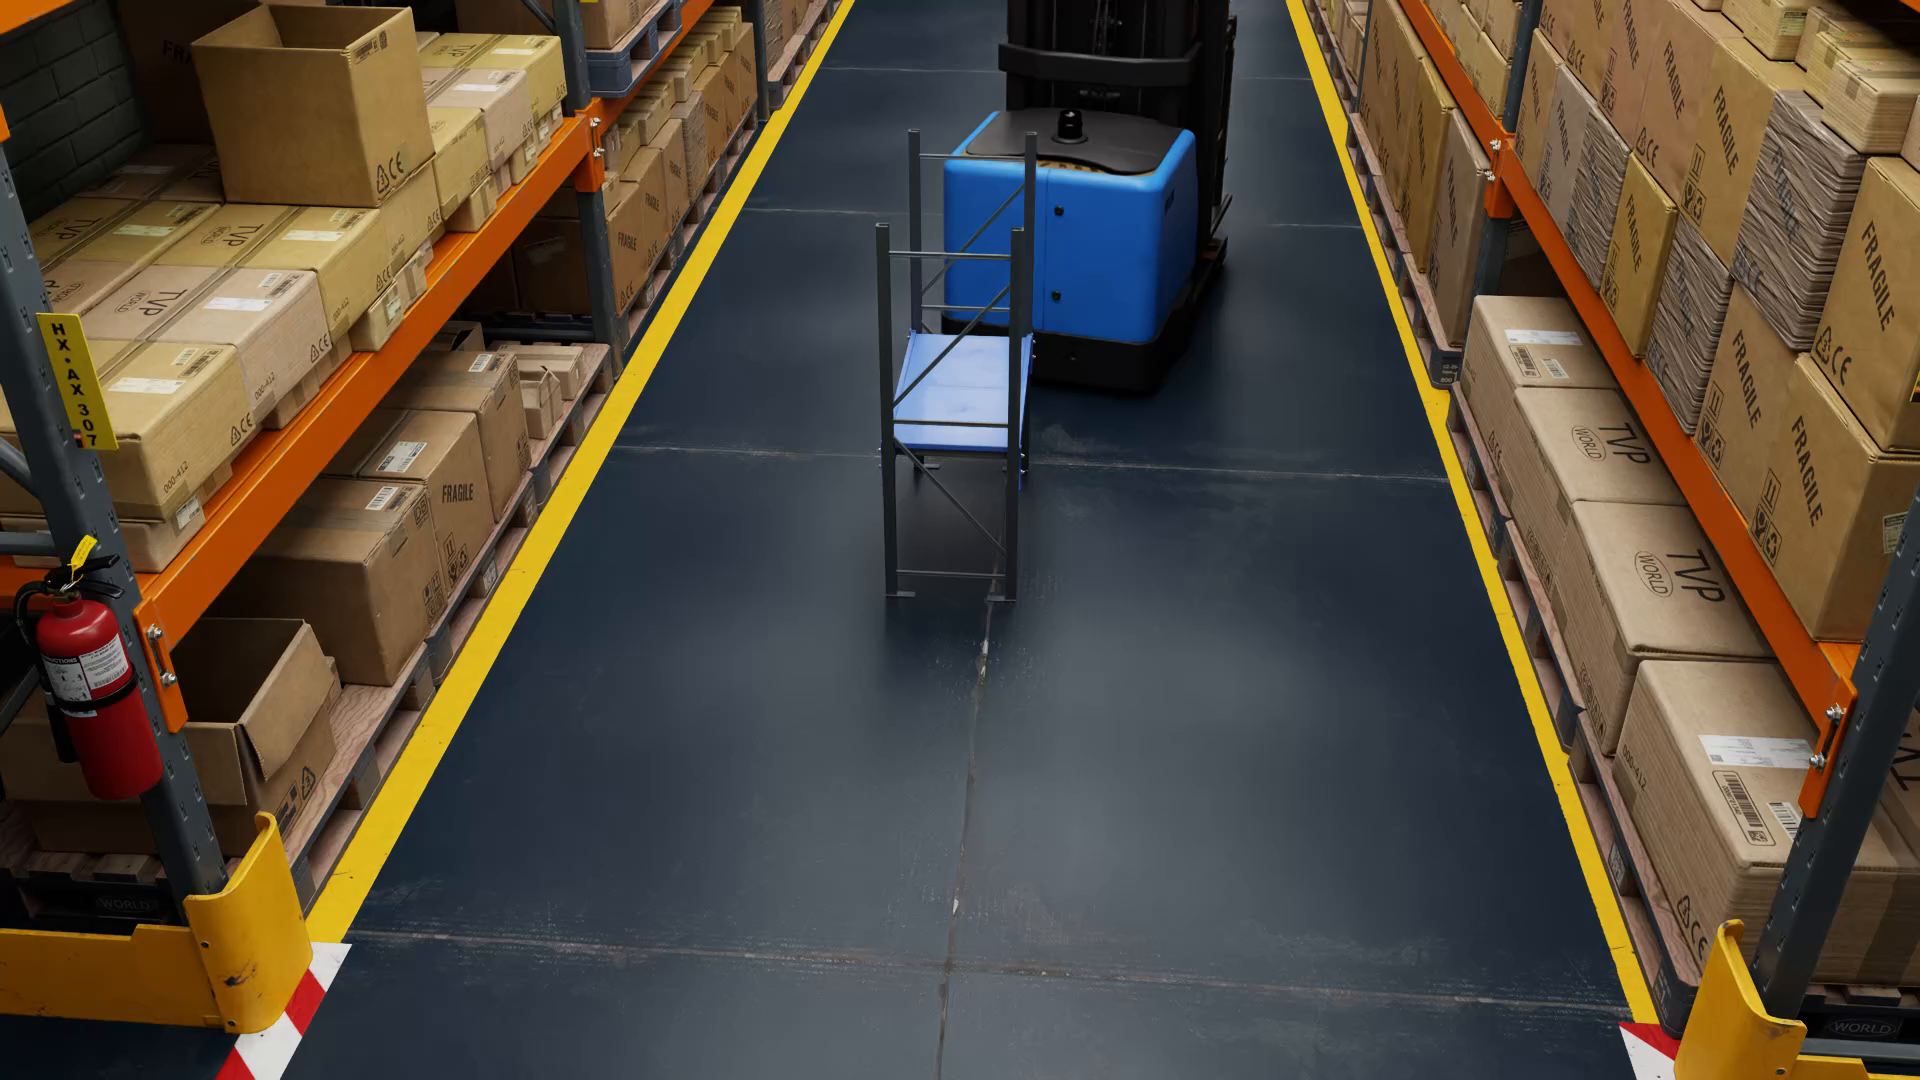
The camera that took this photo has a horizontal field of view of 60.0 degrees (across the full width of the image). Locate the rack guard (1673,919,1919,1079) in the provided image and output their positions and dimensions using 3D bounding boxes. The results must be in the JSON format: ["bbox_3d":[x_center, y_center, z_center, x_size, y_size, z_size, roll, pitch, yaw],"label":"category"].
[{"bbox_3d":[2.482,1.291,4.179,1.175,0.500,0.348,2,32,4],"label":"rack guard"}]

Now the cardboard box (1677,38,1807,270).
[{"bbox_3d":[2.342,-1.050,4.546,0.500,0.500,0.500,2,32,4],"label":"cardboard box"}]

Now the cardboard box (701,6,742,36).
[{"bbox_3d":[-1.600,-3.301,10.612,0.380,0.149,0.250,1,32,2],"label":"cardboard box"}]

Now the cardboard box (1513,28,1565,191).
[{"bbox_3d":[2.510,-1.686,6.532,0.500,0.500,0.500,3,32,6],"label":"cardboard box"}]

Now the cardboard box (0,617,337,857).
[{"bbox_3d":[-2.320,0.572,4.942,0.797,0.503,0.637,1,32,2],"label":"cardboard box"}]

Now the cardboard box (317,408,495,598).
[{"bbox_3d":[-2.069,-0.144,6.107,0.500,0.500,0.500,3,32,5],"label":"cardboard box"}]

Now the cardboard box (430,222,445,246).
[{"bbox_3d":[-2.083,-1.128,5.961,0.380,0.149,0.250,3,32,5],"label":"cardboard box"}]

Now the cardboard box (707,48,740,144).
[{"bbox_3d":[-1.684,-2.803,10.421,0.500,0.500,0.500,2,32,3],"label":"cardboard box"}]

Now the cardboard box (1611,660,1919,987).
[{"bbox_3d":[2.438,0.776,4.673,0.875,0.438,0.875,1,32,2],"label":"cardboard box"}]

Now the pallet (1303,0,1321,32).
[{"bbox_3d":[3.399,-4.467,13.797,1.003,0.211,1.213,2,32,4],"label":"pallet"}]

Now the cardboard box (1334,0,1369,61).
[{"bbox_3d":[3.243,-3.711,12.016,0.950,0.372,0.625,2,32,3],"label":"cardboard box"}]

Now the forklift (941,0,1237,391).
[{"bbox_3d":[0.843,-2.707,8.348,1.130,2.935,3.031,9,33,15],"label":"forklift"}]

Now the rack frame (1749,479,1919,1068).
[{"bbox_3d":[2.480,0.214,3.544,0.949,2.616,0.053,2,32,4],"label":"rack frame"}]

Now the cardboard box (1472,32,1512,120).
[{"bbox_3d":[2.595,-2.059,7.375,0.500,0.250,0.500,2,32,3],"label":"cardboard box"}]

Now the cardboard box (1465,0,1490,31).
[{"bbox_3d":[2.636,-2.529,7.662,0.500,0.250,0.500,3,32,5],"label":"cardboard box"}]

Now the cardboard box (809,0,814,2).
[{"bbox_3d":[-1.589,-4.760,13.478,0.875,0.625,0.625,2,32,3],"label":"cardboard box"}]

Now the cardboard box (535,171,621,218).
[{"bbox_3d":[-1.844,-1.655,7.940,0.380,0.149,0.250,4,32,6],"label":"cardboard box"}]

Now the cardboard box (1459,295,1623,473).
[{"bbox_3d":[2.651,-0.642,6.975,0.875,0.438,0.875,2,32,3],"label":"cardboard box"}]

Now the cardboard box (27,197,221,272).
[{"bbox_3d":[-2.603,-0.839,5.112,0.500,0.250,0.500,3,32,6],"label":"cardboard box"}]

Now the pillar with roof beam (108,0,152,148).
[{"bbox_3d":[1.197,-4.132,4.878,9.100,9.000,0.400,2,32,4],"label":"pillar with roof beam"}]

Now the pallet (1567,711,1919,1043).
[{"bbox_3d":[2.471,0.980,4.959,1.003,0.211,1.213,2,32,4],"label":"pallet"}]

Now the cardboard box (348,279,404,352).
[{"bbox_3d":[-2.009,-0.721,5.300,0.380,0.149,0.250,2,32,3],"label":"cardboard box"}]

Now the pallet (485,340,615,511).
[{"bbox_3d":[-2.195,-0.542,7.428,1.003,0.211,1.213,2,32,4],"label":"pallet"}]

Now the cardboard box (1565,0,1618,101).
[{"bbox_3d":[2.482,-1.843,5.834,0.500,0.500,0.500,2,32,3],"label":"cardboard box"}]

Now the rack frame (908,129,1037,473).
[{"bbox_3d":[0.048,-0.949,6.860,0.500,1.500,0.032,2,32,4],"label":"rack frame"}]

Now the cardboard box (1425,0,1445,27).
[{"bbox_3d":[2.735,-2.859,8.673,0.500,0.250,0.500,2,32,4],"label":"cardboard box"}]

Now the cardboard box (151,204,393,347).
[{"bbox_3d":[-2.080,-0.814,5.071,0.500,0.250,0.500,2,32,3],"label":"cardboard box"}]

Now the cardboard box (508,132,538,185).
[{"bbox_3d":[-1.909,-1.529,6.612,0.380,0.149,0.250,3,32,5],"label":"cardboard box"}]

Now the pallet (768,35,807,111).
[{"bbox_3d":[-1.707,-3.421,12.100,1.003,0.211,1.213,2,32,4],"label":"pallet"}]

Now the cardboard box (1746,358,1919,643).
[{"bbox_3d":[2.259,-0.092,3.945,0.500,0.500,0.500,3,32,4],"label":"cardboard box"}]

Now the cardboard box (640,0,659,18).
[{"bbox_3d":[-1.834,-2.823,7.977,0.700,0.500,0.500,3,32,5],"label":"cardboard box"}]

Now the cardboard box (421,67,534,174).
[{"bbox_3d":[-1.963,-1.611,6.365,0.500,0.250,0.500,3,32,4],"label":"cardboard box"}]

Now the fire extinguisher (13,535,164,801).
[{"bbox_3d":[-2.015,0.292,3.846,0.296,0.674,0.183,2,32,4],"label":"fire extinguisher"}]

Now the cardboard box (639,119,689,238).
[{"bbox_3d":[-1.796,-1.985,9.095,0.500,0.500,0.500,2,32,3],"label":"cardboard box"}]

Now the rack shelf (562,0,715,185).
[{"bbox_3d":[-1.975,-2.827,9.164,1.077,0.370,4.000,2,32,4],"label":"rack shelf"}]

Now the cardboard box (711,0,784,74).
[{"bbox_3d":[-1.748,-3.673,11.714,0.875,0.625,0.625,3,32,6],"label":"cardboard box"}]

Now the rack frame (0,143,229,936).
[{"bbox_3d":[-2.464,0.004,3.885,1.000,3.000,0.127,2,32,4],"label":"rack frame"}]

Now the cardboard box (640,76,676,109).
[{"bbox_3d":[-1.807,-2.483,9.283,0.380,0.149,0.250,3,32,4],"label":"cardboard box"}]

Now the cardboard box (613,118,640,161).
[{"bbox_3d":[-1.880,-2.082,8.633,0.380,0.149,0.250,2,32,3],"label":"cardboard box"}]

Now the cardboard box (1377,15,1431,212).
[{"bbox_3d":[2.919,-2.420,9.442,0.875,0.875,0.875,3,32,5],"label":"cardboard box"}]

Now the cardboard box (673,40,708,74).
[{"bbox_3d":[-1.724,-2.885,9.937,0.380,0.149,0.250,3,32,5],"label":"cardboard box"}]

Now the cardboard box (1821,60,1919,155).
[{"bbox_3d":[2.247,-0.999,3.845,0.380,0.149,0.250,2,32,4],"label":"cardboard box"}]

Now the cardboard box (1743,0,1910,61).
[{"bbox_3d":[2.362,-1.396,4.490,0.380,0.149,0.250,3,32,5],"label":"cardboard box"}]

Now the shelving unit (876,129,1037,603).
[{"bbox_3d":[0.007,-0.683,6.429,0.538,1.500,1.048,2,32,4],"label":"shelving unit"}]

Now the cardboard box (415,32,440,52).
[{"bbox_3d":[-2.448,-1.903,6.839,0.500,0.250,0.500,2,32,3],"label":"cardboard box"}]

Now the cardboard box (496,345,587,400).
[{"bbox_3d":[-1.891,-0.749,7.423,0.380,0.149,0.250,2,32,2],"label":"cardboard box"}]

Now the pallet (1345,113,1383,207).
[{"bbox_3d":[2.996,-2.373,10.400,1.003,0.211,1.213,2,32,4],"label":"pallet"}]

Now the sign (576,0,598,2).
[{"bbox_3d":[-1.597,-2.437,7.021,0.100,0.325,0.005,2,32,4],"label":"sign"}]

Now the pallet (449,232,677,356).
[{"bbox_3d":[-2.110,-1.328,8.703,1.003,0.211,1.213,2,32,4],"label":"pallet"}]

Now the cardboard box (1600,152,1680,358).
[{"bbox_3d":[2.376,-0.894,5.246,0.500,0.500,0.500,3,32,5],"label":"cardboard box"}]

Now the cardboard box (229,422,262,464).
[{"bbox_3d":[-2.202,-0.323,4.655,0.380,0.149,0.250,2,32,3],"label":"cardboard box"}]
